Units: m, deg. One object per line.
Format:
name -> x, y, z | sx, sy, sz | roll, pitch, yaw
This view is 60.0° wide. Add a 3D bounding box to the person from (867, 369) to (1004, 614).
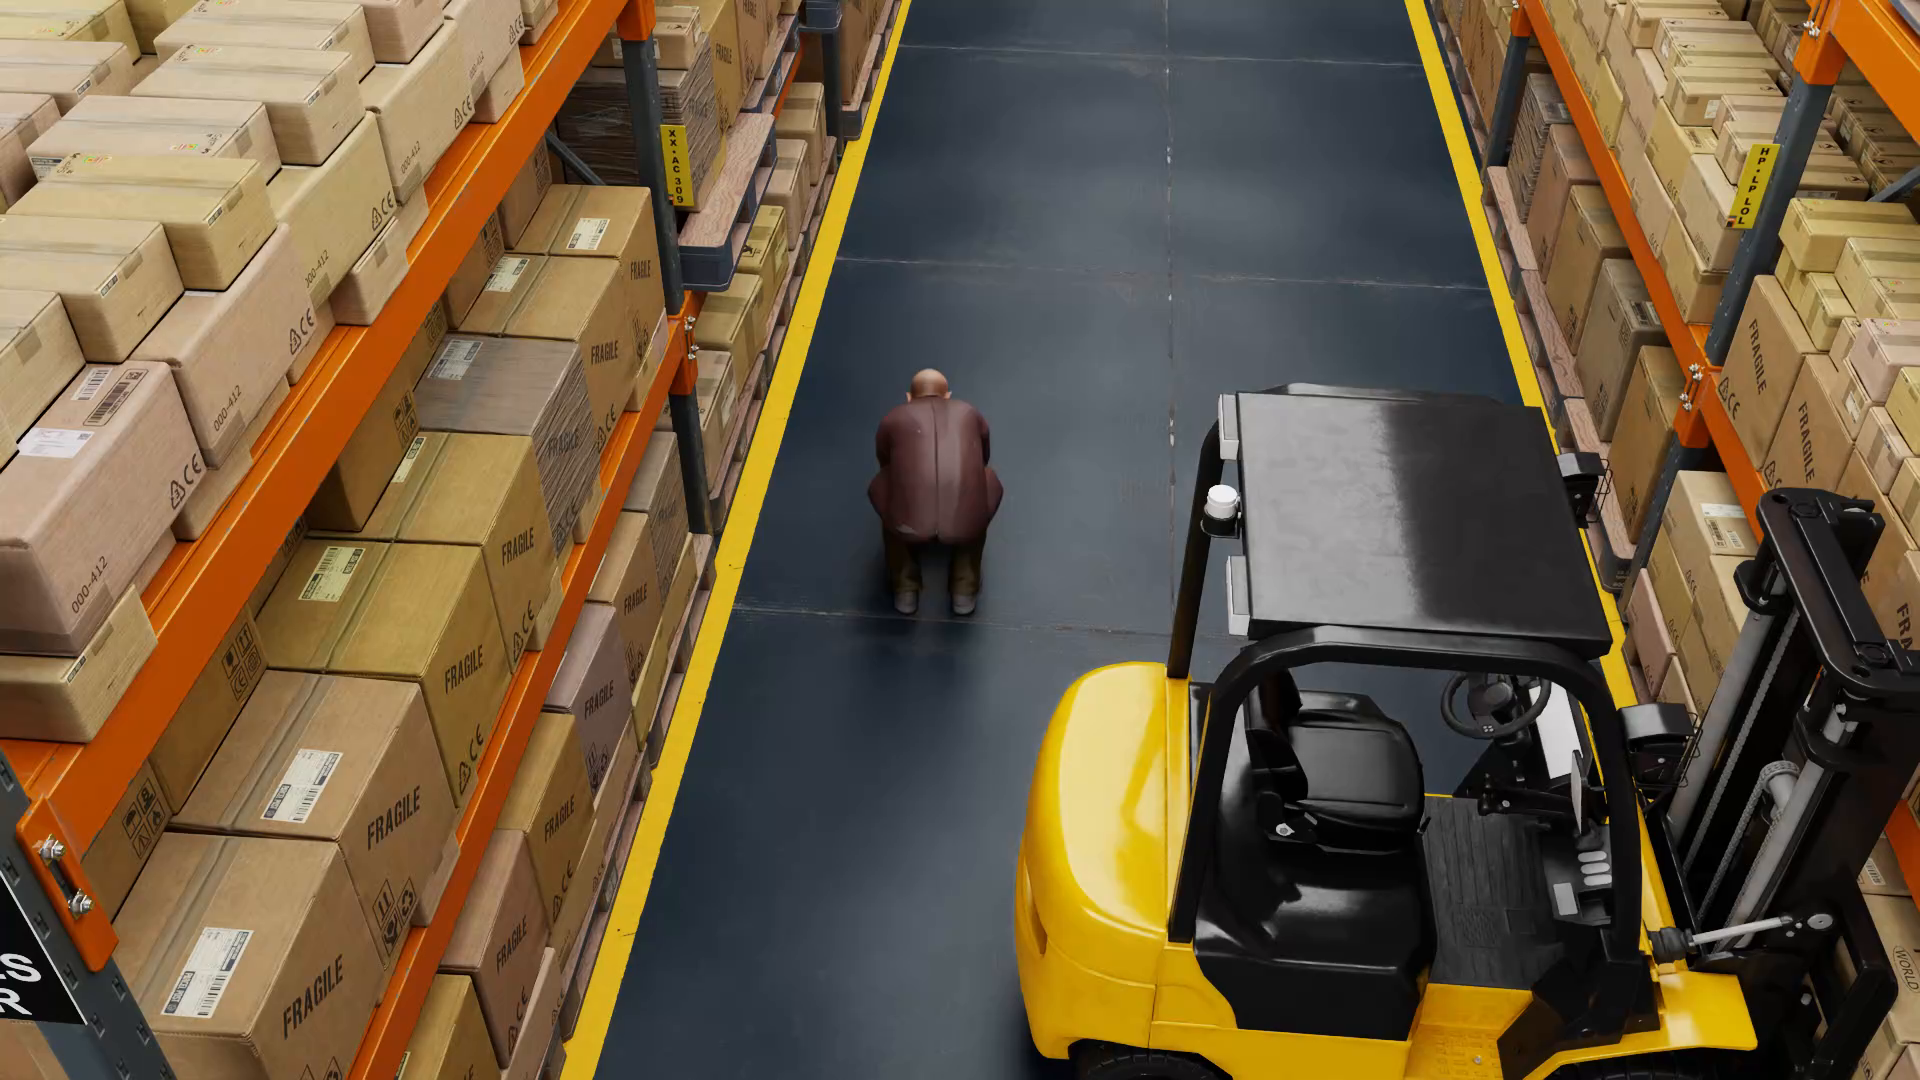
person -> -0.104, -0.194, 7.173 | 0.581, 0.836, 0.951 | 0, 40, 0
